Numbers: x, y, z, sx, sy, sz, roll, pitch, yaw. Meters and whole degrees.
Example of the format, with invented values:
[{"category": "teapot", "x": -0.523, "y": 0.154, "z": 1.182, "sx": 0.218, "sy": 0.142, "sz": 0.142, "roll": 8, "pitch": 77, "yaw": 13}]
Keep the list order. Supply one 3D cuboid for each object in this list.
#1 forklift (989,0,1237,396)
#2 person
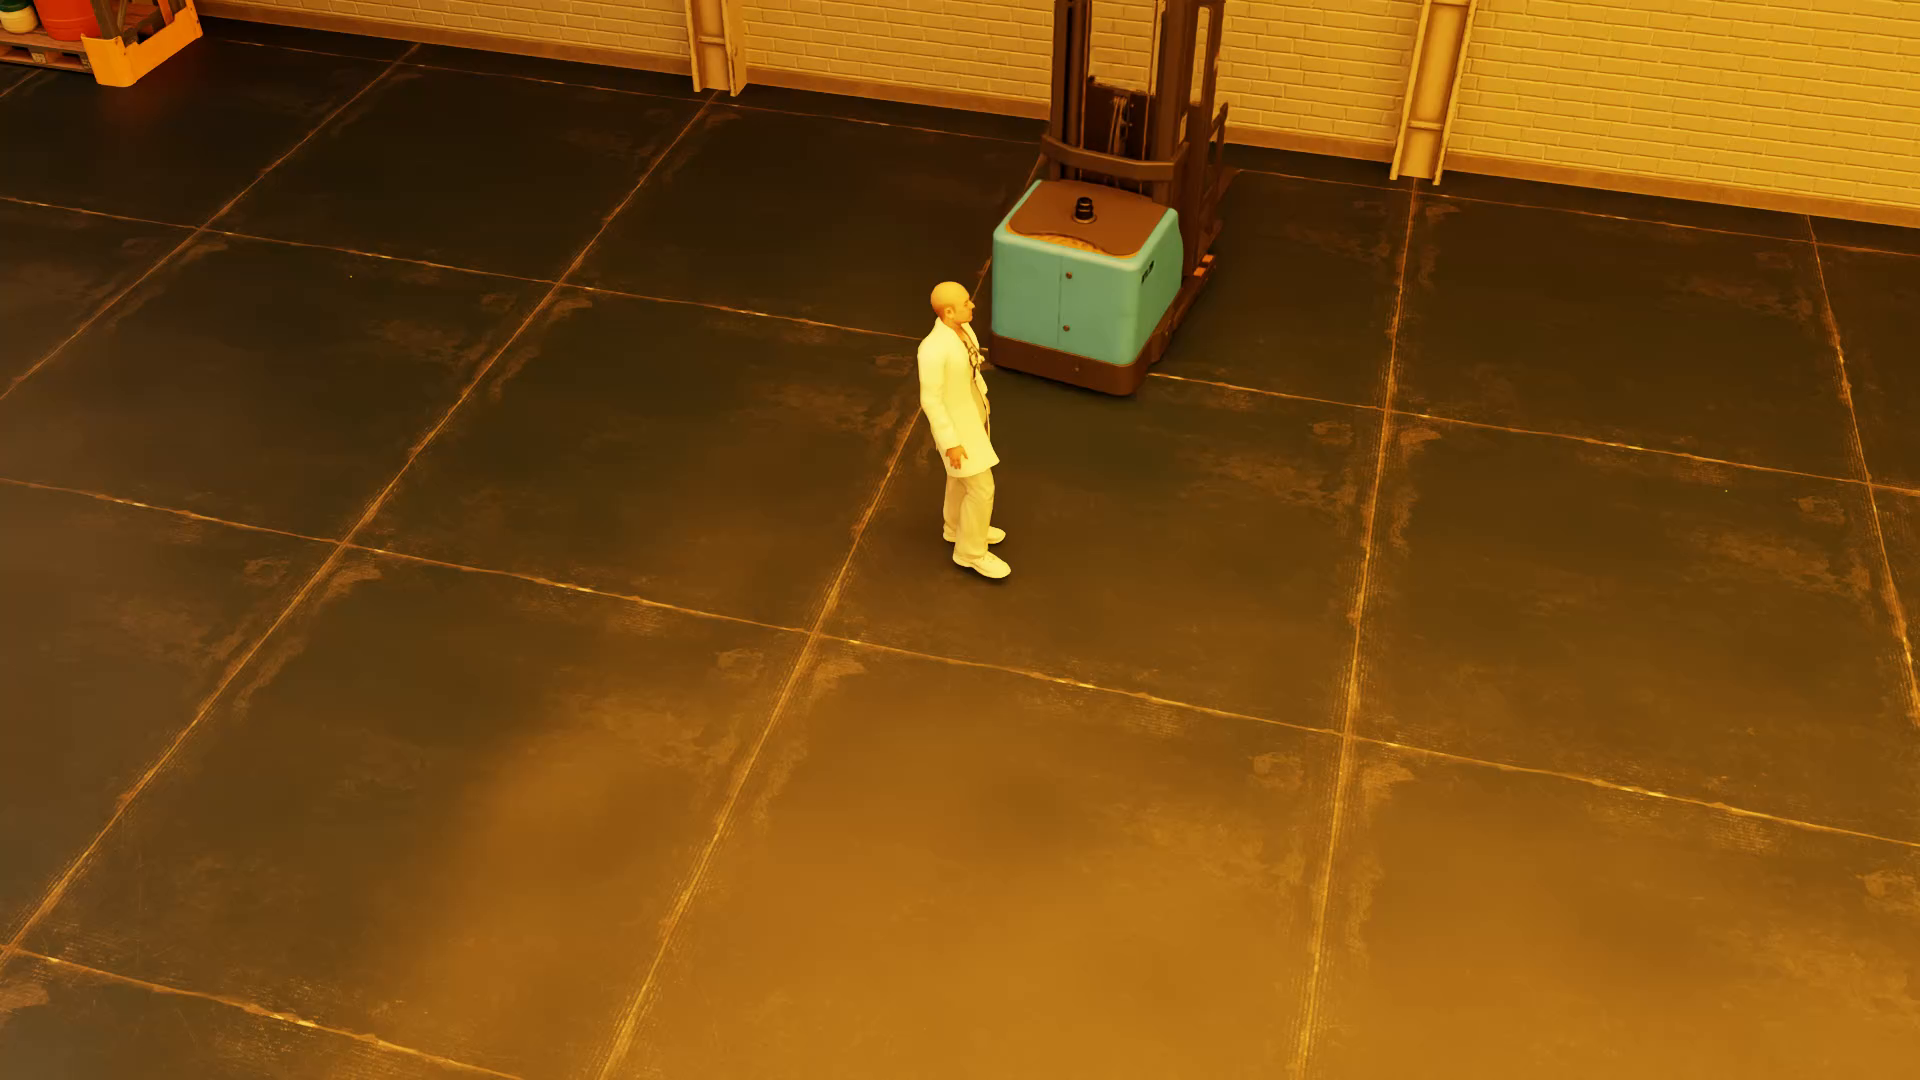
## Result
[{"category": "forklift", "x": 1.258, "y": -3.039, "z": 11.328, "sx": 1.130, "sy": 2.935, "sz": 3.031, "roll": 16, "pitch": 44, "yaw": 18}, {"category": "person", "x": 0.088, "y": -0.656, "z": 9.473, "sx": 0.579, "sy": 1.777, "sz": 0.698, "roll": 10, "pitch": 42, "yaw": 11}]
